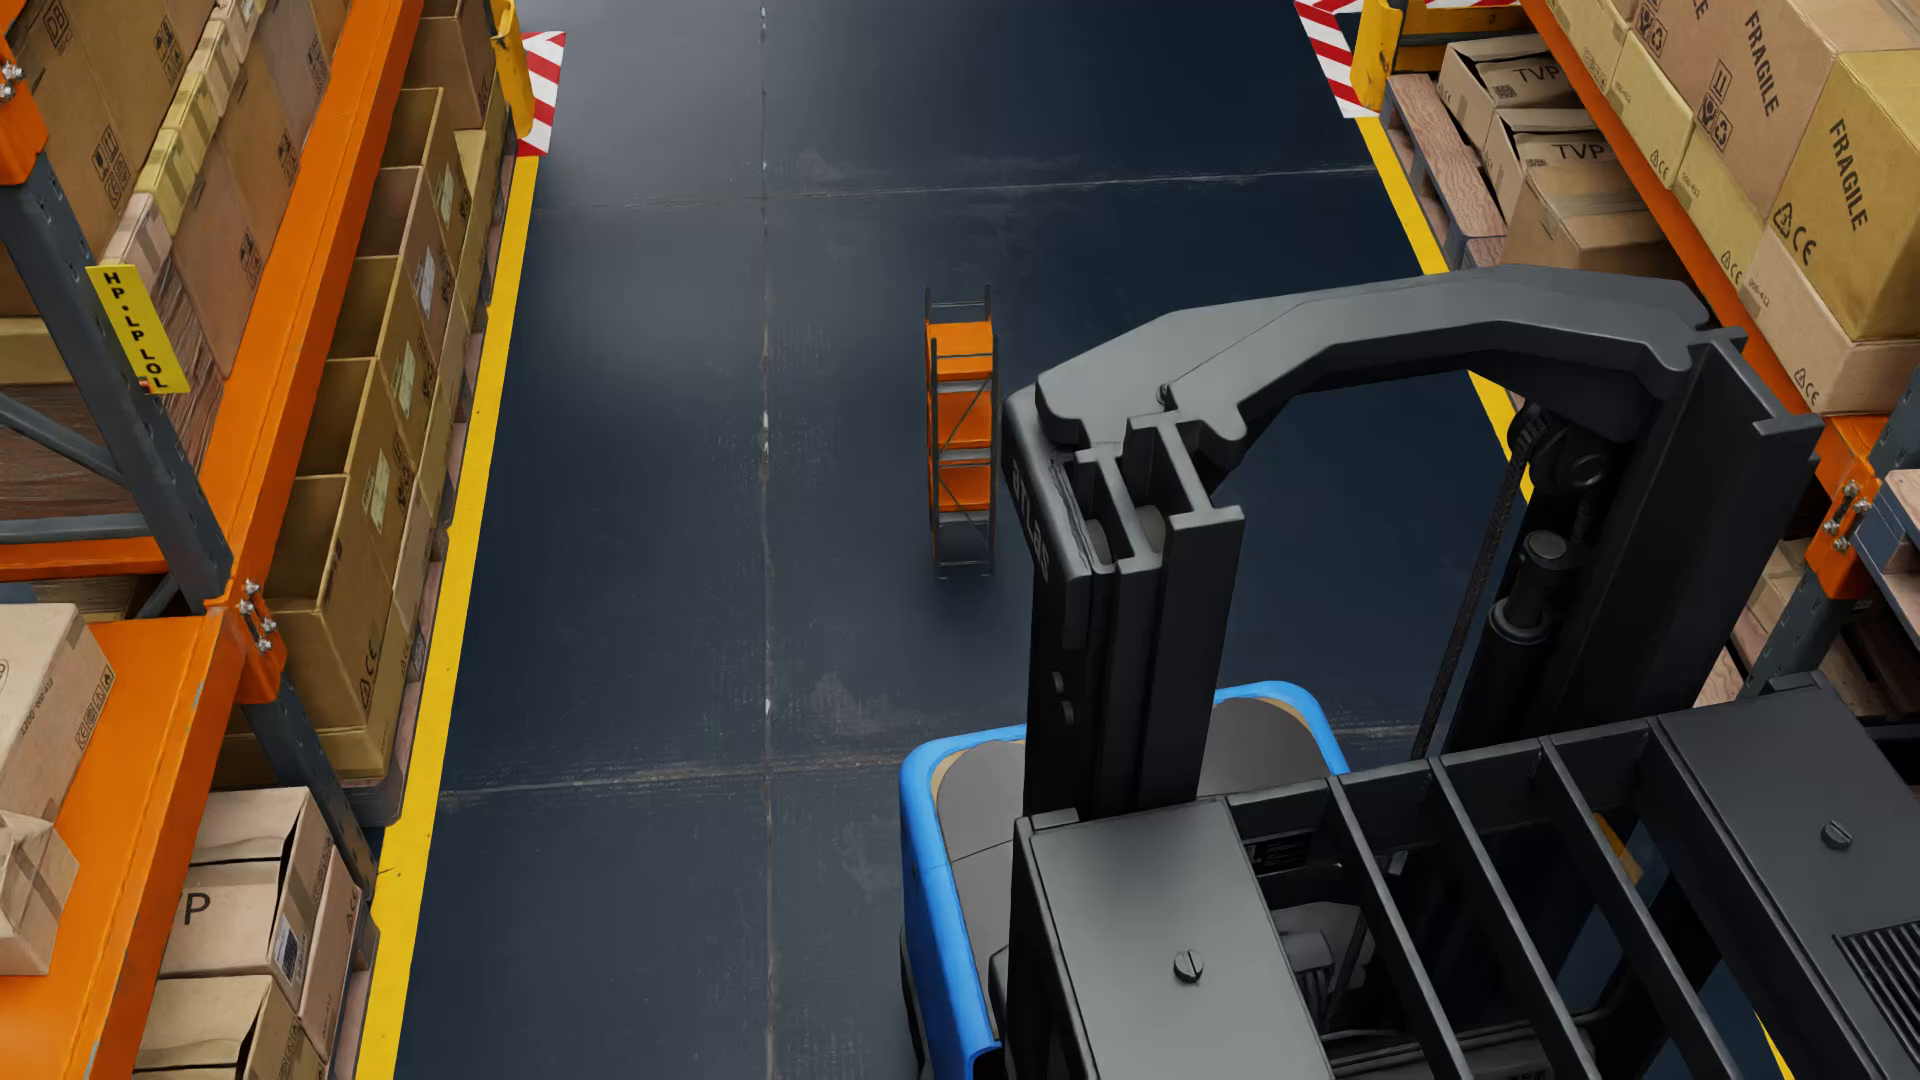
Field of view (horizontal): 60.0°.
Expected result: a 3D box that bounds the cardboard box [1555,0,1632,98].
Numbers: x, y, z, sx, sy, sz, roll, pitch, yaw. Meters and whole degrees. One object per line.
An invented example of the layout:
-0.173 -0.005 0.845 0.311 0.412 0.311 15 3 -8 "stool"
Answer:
2.271 -1.678 5.363 0.500 0.250 0.500 -3 47 -3 "cardboard box"

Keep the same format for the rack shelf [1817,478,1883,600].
2.914 1.383 2.869 1.077 0.370 4.000 -3 47 -3 "rack shelf"

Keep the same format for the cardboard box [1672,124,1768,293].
2.372 -0.951 4.675 0.500 0.250 0.500 -3 47 -3 "cardboard box"

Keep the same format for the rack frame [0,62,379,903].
-2.189 -0.007 3.691 1.000 3.000 0.127 -3 47 -3 "rack frame"

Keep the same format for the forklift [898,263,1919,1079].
0.659 1.174 2.619 1.130 2.935 3.031 -9 47 -8 "forklift"

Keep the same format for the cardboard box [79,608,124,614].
-2.478 0.109 5.185 0.500 0.250 0.500 -3 47 -3 "cardboard box"

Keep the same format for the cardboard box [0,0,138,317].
-2.232 -0.808 3.487 0.700 0.500 0.500 -3 47 -3 "cardboard box"

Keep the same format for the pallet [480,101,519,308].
-2.418 -1.392 6.922 1.003 0.211 1.213 -3 47 -3 "pallet"

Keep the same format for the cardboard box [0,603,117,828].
-2.104 0.398 3.410 0.500 0.250 0.500 -1 47 -1 "cardboard box"

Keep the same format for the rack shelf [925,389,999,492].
0.004 -0.315 5.340 0.215 0.259 0.240 -3 47 -3 "rack shelf"

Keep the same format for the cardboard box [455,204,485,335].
-2.087 -1.007 6.243 0.500 0.250 0.500 -3 47 -3 "cardboard box"

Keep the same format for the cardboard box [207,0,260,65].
-2.130 -1.403 4.497 0.380 0.149 0.250 -5 47 -4 "cardboard box"

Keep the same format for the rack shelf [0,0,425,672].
-2.356 -1.207 5.322 1.077 0.370 4.000 -3 47 -3 "rack shelf"

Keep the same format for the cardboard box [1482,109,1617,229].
2.428 -1.513 6.666 0.500 0.311 0.500 0 47 0 "cardboard box"

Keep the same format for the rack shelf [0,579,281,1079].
-2.022 1.687 2.582 1.077 0.370 4.000 -3 47 -3 "rack shelf"

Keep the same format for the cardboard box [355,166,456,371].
-2.043 -0.904 5.628 0.500 0.500 0.500 -3 47 -3 "cardboard box"

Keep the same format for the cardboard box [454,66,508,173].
-2.184 -1.730 6.927 0.500 0.250 0.500 -3 47 -3 "cardboard box"

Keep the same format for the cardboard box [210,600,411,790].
-1.926 0.440 4.872 0.500 0.250 0.500 -3 47 -3 "cardboard box"

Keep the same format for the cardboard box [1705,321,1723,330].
2.633 -0.640 5.951 0.380 0.149 0.250 -7 47 -6 "cardboard box"

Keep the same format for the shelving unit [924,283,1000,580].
0.004 -0.322 5.332 0.215 1.050 0.252 -3 47 -3 "shelving unit"

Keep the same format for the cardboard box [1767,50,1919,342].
2.399 -0.847 4.060 0.500 0.500 0.500 -4 47 -3 "cardboard box"

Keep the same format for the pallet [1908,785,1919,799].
2.814 1.211 4.458 1.003 0.211 1.213 -3 47 -3 "pallet"

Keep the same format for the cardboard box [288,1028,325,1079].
-1.825 1.442 3.922 0.500 0.250 0.500 -4 47 -4 "cardboard box"

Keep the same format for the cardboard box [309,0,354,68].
-2.413 -1.858 5.375 0.700 0.500 0.500 -3 47 -3 "cardboard box"

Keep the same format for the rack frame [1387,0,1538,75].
2.412 -3.205 6.719 1.000 3.000 0.127 -3 47 -3 "rack frame"

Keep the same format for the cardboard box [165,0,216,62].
-2.317 -1.536 4.177 0.700 0.500 0.500 -4 47 -3 "cardboard box"

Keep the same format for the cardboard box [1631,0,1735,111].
2.320 -1.573 4.747 0.500 0.500 0.500 -5 47 -4 "cardboard box"

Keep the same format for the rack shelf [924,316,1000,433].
0.004 -0.510 5.134 0.215 0.259 0.240 -3 47 -3 "rack shelf"

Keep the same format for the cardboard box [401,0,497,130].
-2.182 -1.988 6.655 0.500 0.500 0.500 -3 47 -3 "cardboard box"

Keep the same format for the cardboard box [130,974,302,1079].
-1.820 1.253 3.716 0.500 0.311 0.500 -2 47 -2 "cardboard box"

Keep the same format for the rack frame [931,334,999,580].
0.015 -0.234 5.249 0.200 1.050 0.008 -3 47 -3 "rack frame"

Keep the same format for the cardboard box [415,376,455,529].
-1.999 -0.284 5.558 0.500 0.250 0.500 -3 47 -3 "cardboard box"

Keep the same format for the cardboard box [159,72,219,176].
-2.086 -1.029 4.143 0.380 0.149 0.250 -4 47 -4 "cardboard box"

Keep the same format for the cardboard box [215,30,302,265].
-2.321 -1.107 4.663 0.700 0.500 0.500 -3 47 -3 "cardboard box"

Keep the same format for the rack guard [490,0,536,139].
-2.526 -2.059 7.356 1.175 0.500 0.348 -3 47 -3 "rack guard"

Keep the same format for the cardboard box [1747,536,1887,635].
2.672 0.127 5.212 0.380 0.166 0.250 -9 47 -8 "cardboard box"

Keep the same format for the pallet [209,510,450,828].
-2.214 0.374 5.251 1.003 0.211 1.213 -3 47 -3 "pallet"

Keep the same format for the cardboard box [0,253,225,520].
-2.232 -0.362 3.958 0.700 0.500 0.500 -5 47 -4 "cardboard box"

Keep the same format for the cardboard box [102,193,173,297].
-2.040 -0.652 3.786 0.380 0.149 0.250 -3 47 -3 "cardboard box"

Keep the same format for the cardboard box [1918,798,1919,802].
2.825 0.929 4.223 0.700 0.500 0.500 -2 47 -2 "cardboard box"

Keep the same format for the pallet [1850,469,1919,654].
2.666 0.317 3.516 1.003 0.211 1.213 -3 47 -3 "pallet"

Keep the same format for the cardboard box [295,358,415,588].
-1.965 -0.180 4.942 0.500 0.500 0.500 -3 47 -3 "cardboard box"
